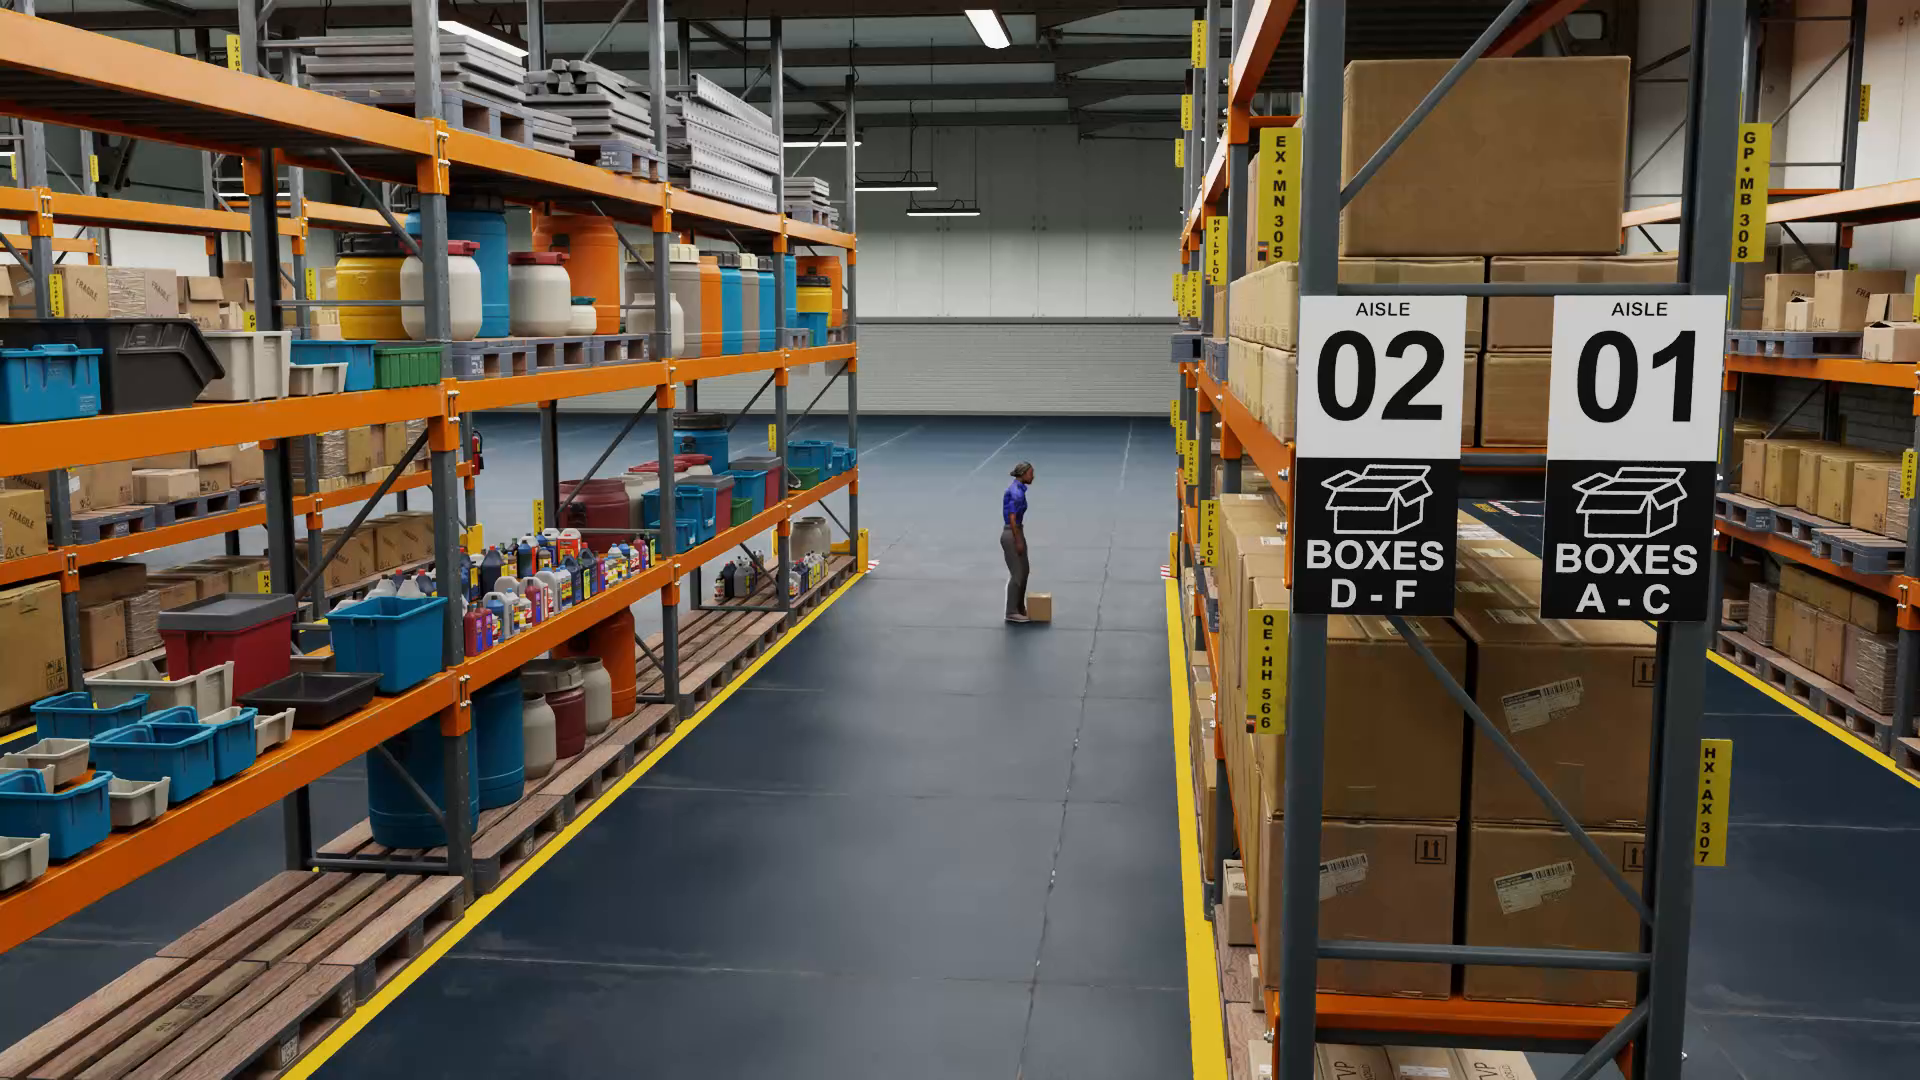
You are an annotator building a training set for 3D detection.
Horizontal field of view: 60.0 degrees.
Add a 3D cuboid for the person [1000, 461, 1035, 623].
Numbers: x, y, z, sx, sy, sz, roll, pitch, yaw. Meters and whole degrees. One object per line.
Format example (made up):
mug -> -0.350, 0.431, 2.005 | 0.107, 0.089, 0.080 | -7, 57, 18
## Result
person -> 0.618, 0.003, 17.298 | 0.393, 1.655, 0.523 | 1, 8, 5
